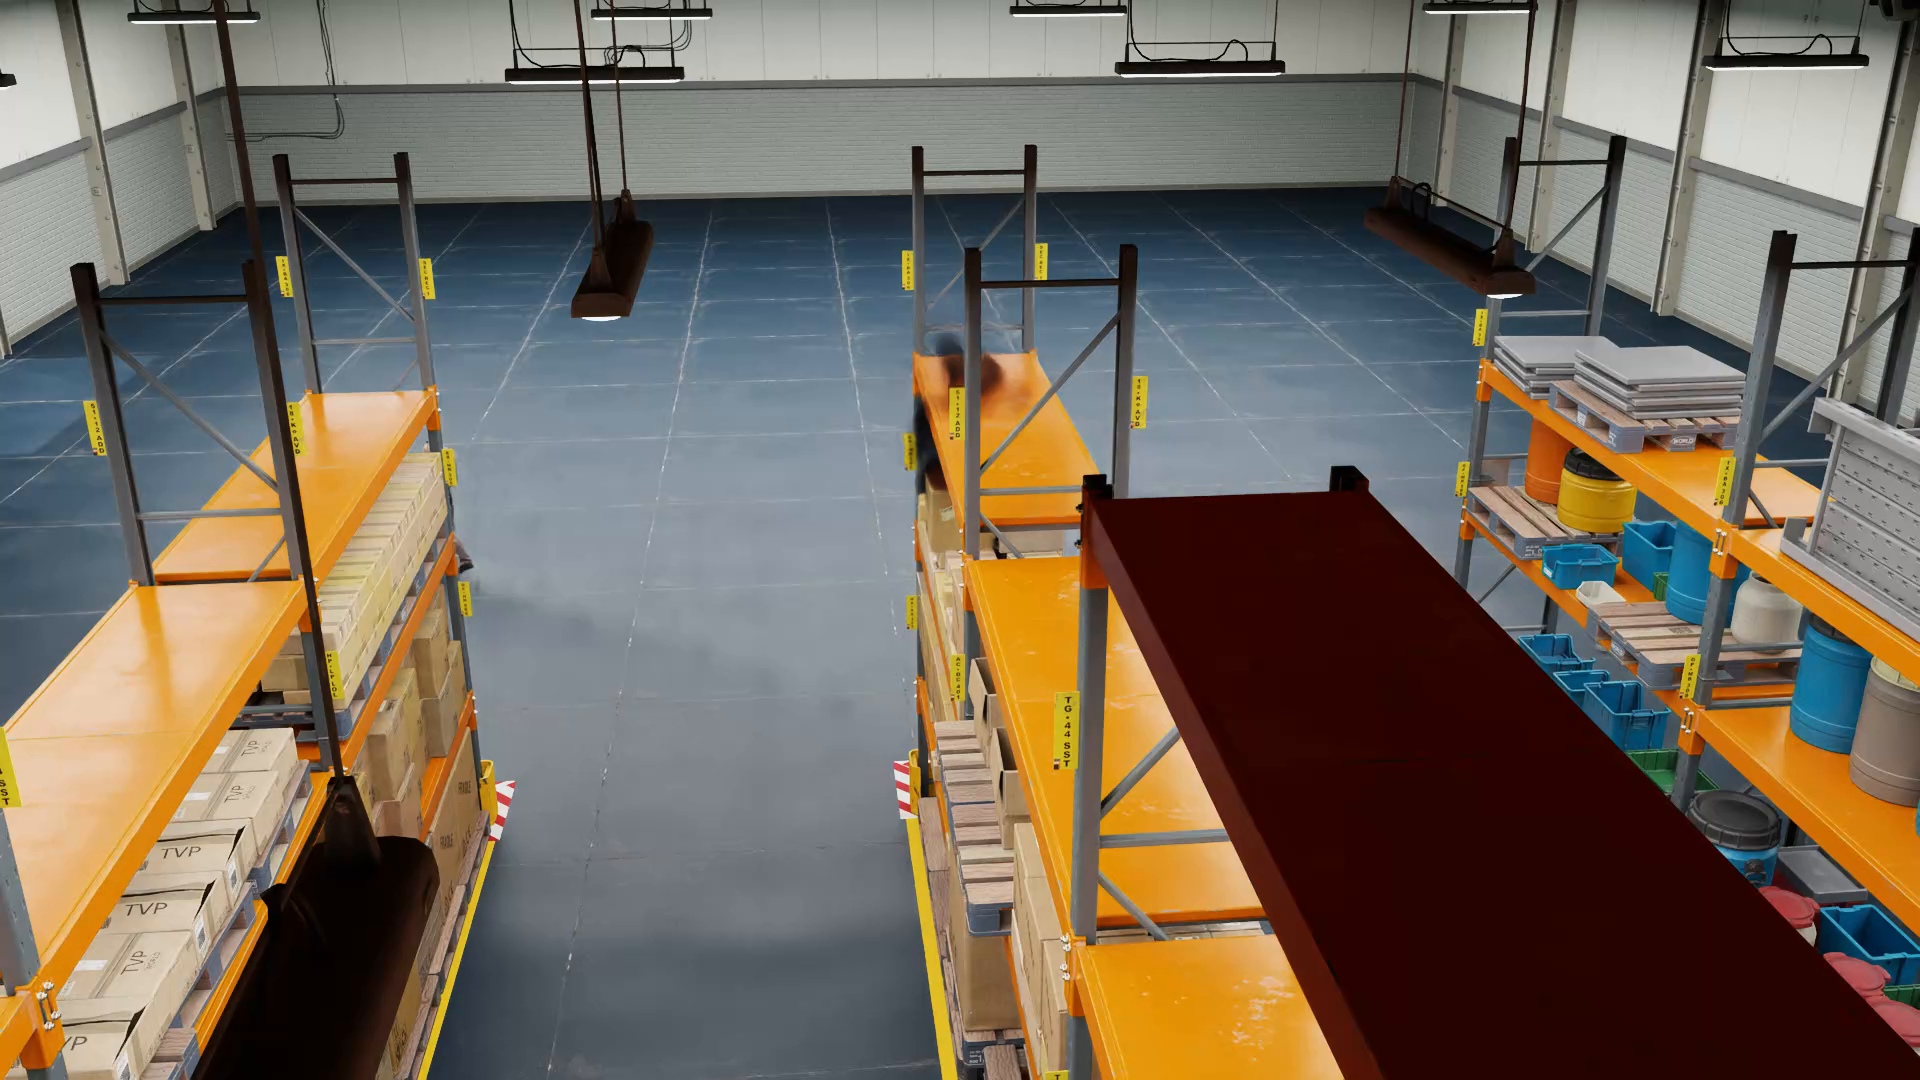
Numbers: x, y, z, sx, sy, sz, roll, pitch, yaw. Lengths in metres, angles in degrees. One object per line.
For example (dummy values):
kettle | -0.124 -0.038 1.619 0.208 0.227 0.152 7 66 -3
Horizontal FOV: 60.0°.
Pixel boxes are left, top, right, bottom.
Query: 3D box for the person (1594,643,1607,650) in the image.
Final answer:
person | 7.152 0.465 18.297 0.598 1.628 0.594 9 23 21

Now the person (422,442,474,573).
person | -6.357 -0.363 20.147 0.888 1.728 0.657 11 24 26
